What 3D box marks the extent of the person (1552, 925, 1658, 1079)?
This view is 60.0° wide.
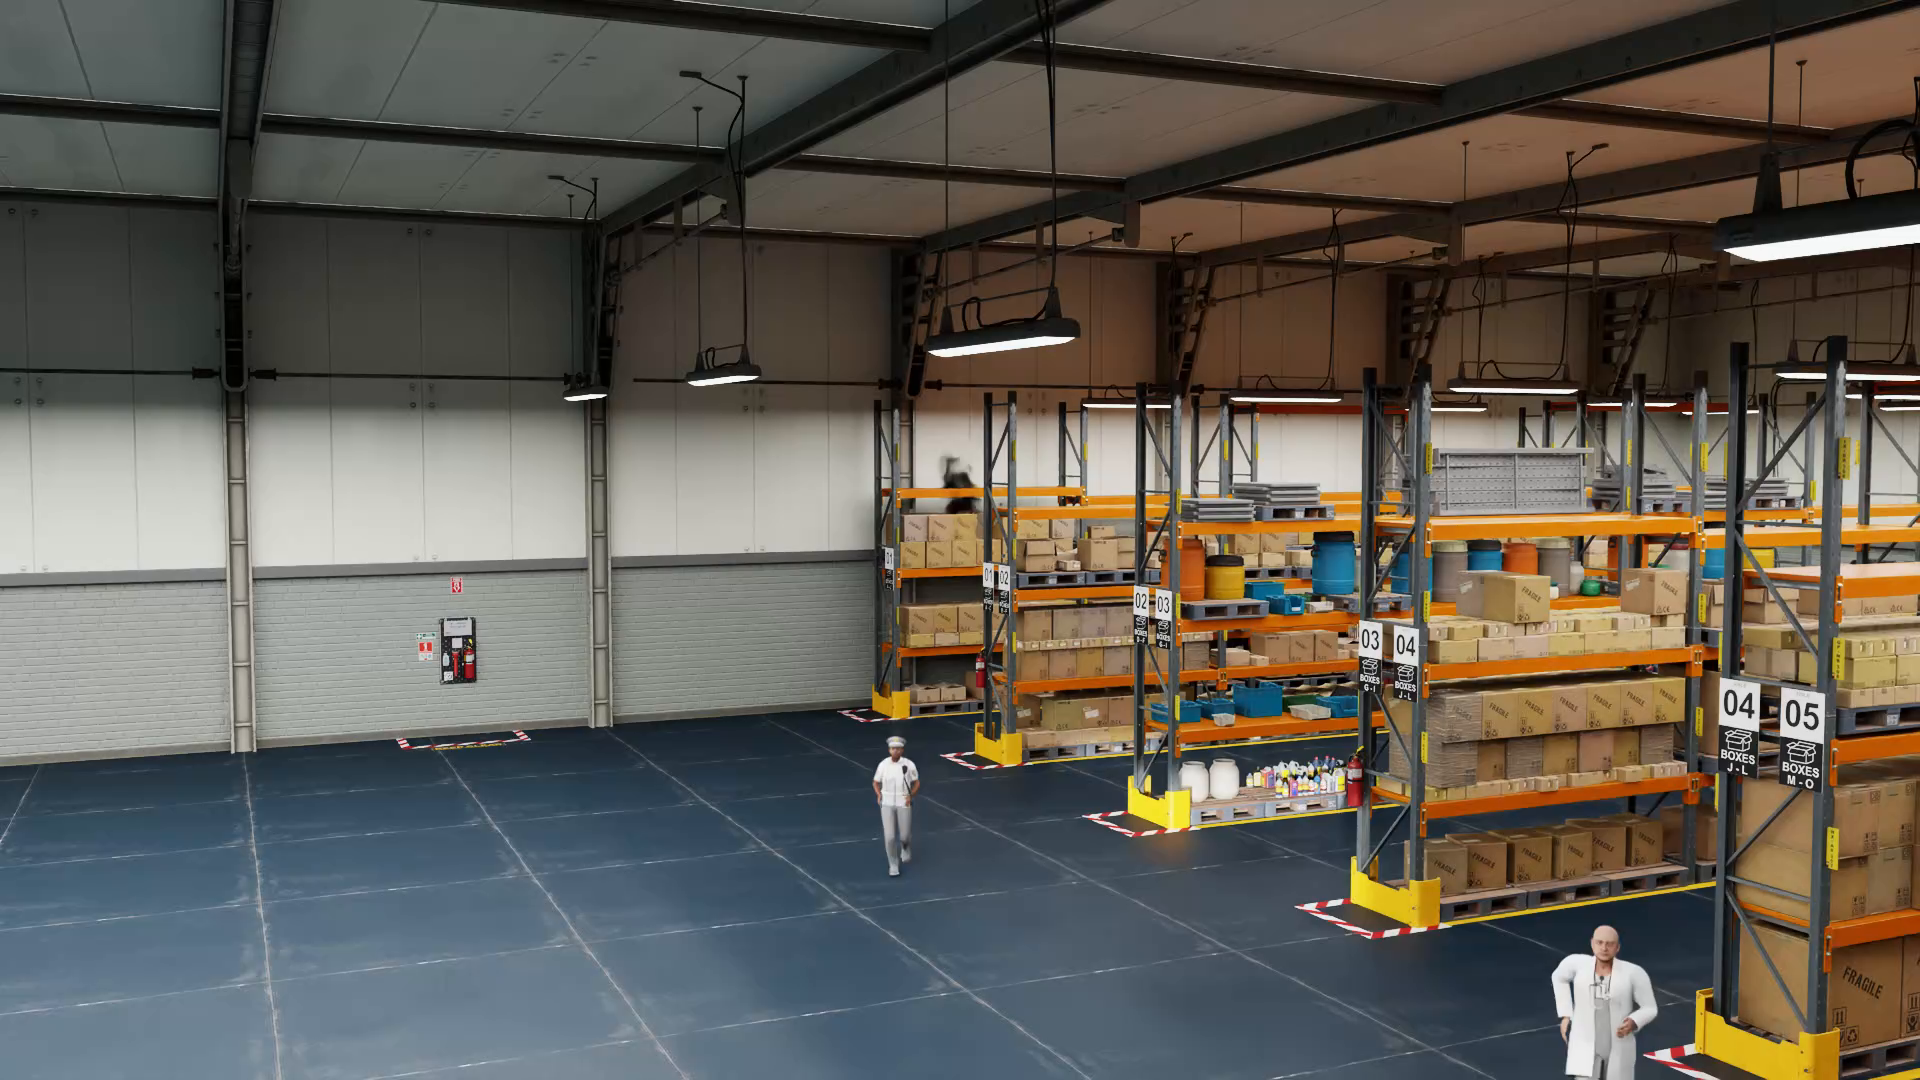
[{"bbox_3d":[4.521,3.612,11.685,0.690,1.832,0.817,1,4,19],"label":"person"}]

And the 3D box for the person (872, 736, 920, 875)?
[{"bbox_3d":[-0.774,3.174,20.017,0.574,1.644,0.587,0,3,2],"label":"person"}]

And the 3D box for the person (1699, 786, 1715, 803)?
[{"bbox_3d":[10.081,3.000,22.388,0.969,1.655,0.564,-2,4,-28],"label":"person"}]

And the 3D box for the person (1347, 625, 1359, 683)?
[{"bbox_3d":[7.629,2.476,31.959,0.872,1.684,0.601,-2,4,-33],"label":"person"}]
